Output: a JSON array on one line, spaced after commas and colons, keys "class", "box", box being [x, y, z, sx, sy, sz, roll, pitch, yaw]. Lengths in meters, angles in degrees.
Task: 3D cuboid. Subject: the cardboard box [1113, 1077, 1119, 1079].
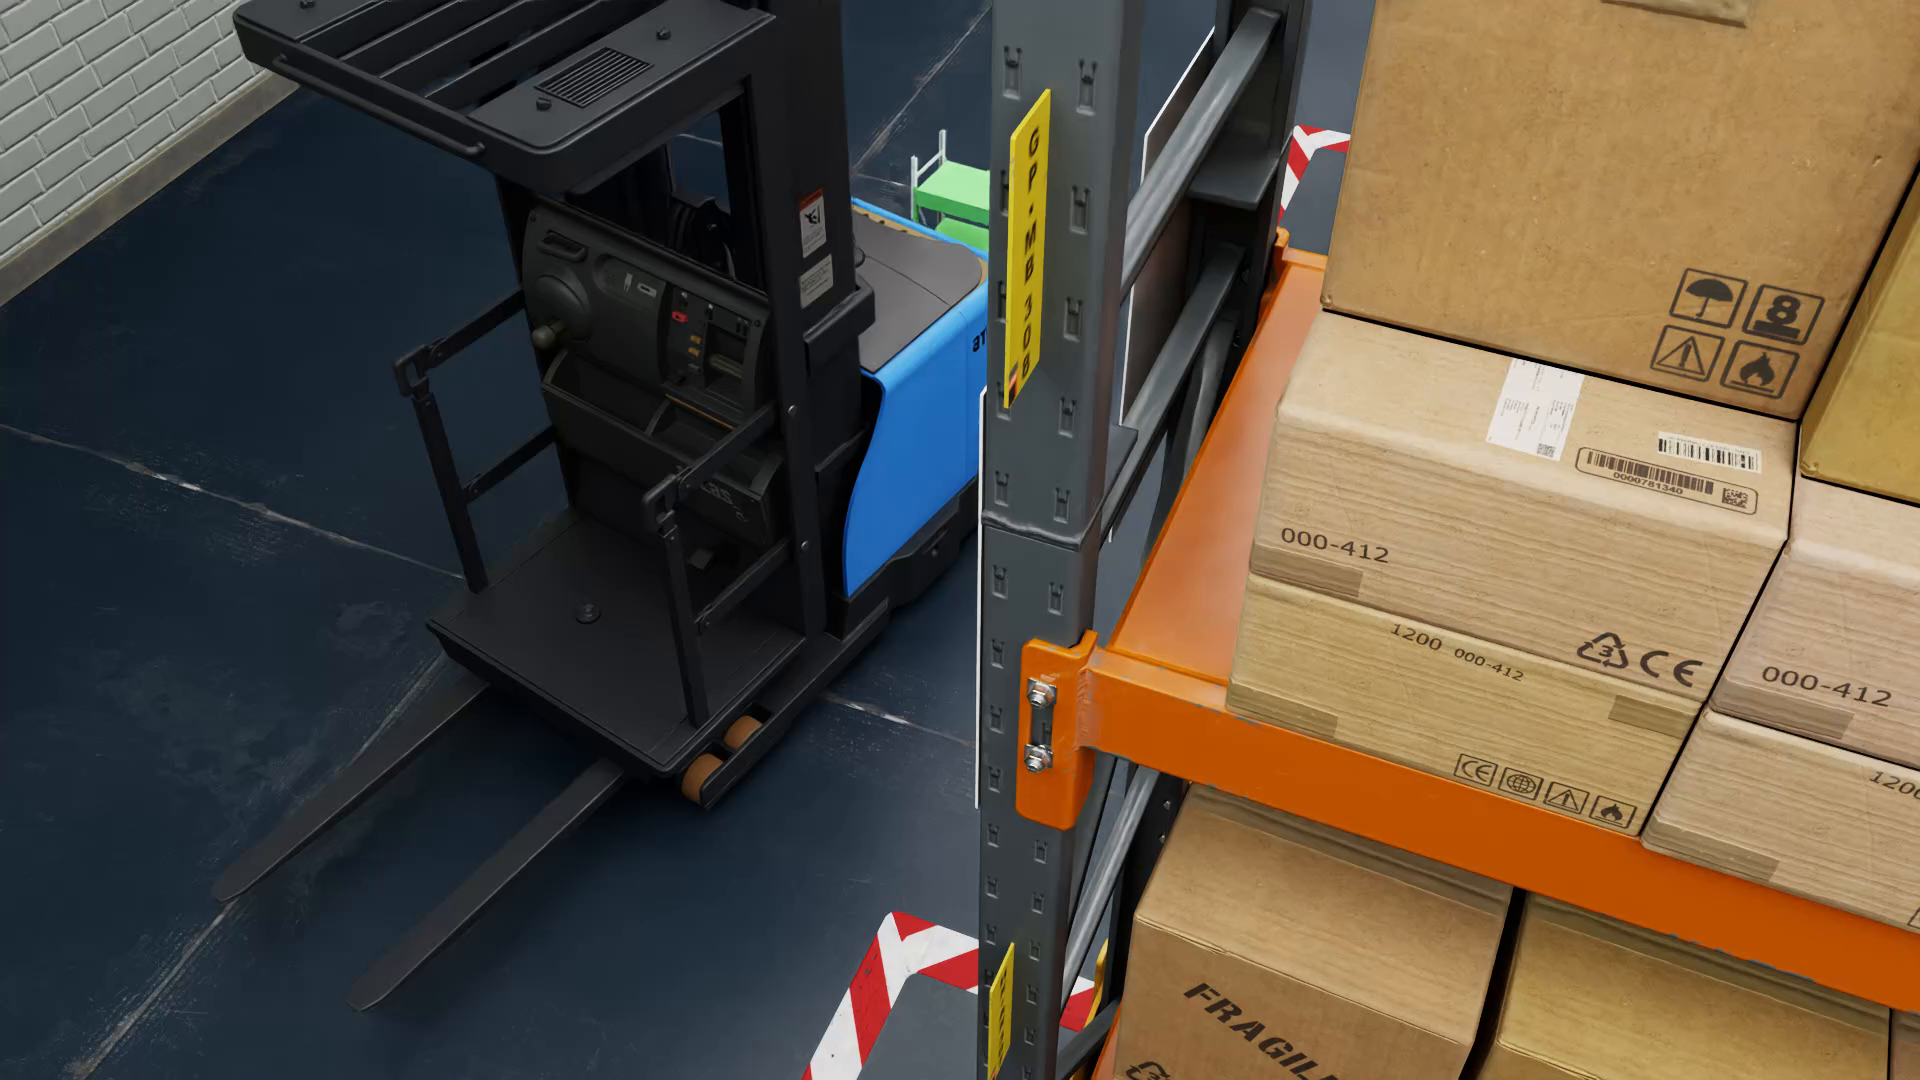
[{"class": "cardboard box", "box": [0.584, 0.993, 3.055, 0.500, 0.500, 0.500, 17, 47, 17]}]

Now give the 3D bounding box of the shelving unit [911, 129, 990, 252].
[{"class": "shelving unit", "box": [0.090, -0.898, 6.292, 0.503, 1.200, 0.258, 20, 45, 19]}]

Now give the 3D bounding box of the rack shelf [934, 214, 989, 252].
[{"class": "rack shelf", "box": [0.095, -1.029, 6.174, 0.480, 0.148, 0.258, 20, 45, 19]}]

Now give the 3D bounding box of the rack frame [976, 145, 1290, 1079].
[{"class": "rack frame", "box": [0.276, 0.736, 3.384, 0.127, 3.000, 1.000, 16, 47, 16]}]

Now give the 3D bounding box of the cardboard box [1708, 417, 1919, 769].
[{"class": "cardboard box", "box": [1.109, -0.002, 1.751, 0.500, 0.250, 0.500, 16, 47, 16]}]

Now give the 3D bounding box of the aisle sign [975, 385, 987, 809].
[{"class": "aisle sign", "box": [0.100, -0.013, 2.293, 0.004, 0.787, 0.394, 16, 47, 16]}]

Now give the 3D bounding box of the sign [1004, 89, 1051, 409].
[{"class": "sign", "box": [0.067, -0.284, 1.662, 0.005, 0.325, 0.100, 16, 47, 16]}]

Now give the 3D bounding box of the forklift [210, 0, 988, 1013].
[{"class": "forklift", "box": [-1.058, -0.574, 4.748, 1.130, 2.935, 3.031, 27, 51, 24]}]

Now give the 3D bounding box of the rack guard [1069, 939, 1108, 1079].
[{"class": "rack guard", "box": [0.346, 1.643, 4.245, 0.348, 0.500, 1.175, 16, 47, 16]}]

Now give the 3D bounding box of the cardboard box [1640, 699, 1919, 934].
[{"class": "cardboard box", "box": [1.109, 0.175, 1.927, 0.500, 0.250, 0.500, 16, 47, 16]}]

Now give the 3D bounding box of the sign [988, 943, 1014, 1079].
[{"class": "sign", "box": [0.067, 0.782, 2.723, 0.005, 0.325, 0.100, 16, 47, 16]}]

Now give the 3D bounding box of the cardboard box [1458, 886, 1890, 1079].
[{"class": "cardboard box", "box": [1.070, 0.775, 2.564, 0.500, 0.500, 0.500, 17, 47, 16]}]

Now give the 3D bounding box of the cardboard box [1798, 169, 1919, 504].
[{"class": "cardboard box", "box": [1.185, -0.398, 1.616, 0.500, 0.500, 0.700, 16, 47, 16]}]

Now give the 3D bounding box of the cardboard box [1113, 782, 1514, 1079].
[{"class": "cardboard box", "box": [0.584, 0.638, 2.702, 0.500, 0.500, 0.500, 18, 48, 17]}]

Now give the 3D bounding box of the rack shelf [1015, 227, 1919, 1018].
[{"class": "rack shelf", "box": [2.122, 0.471, 2.034, 4.000, 0.370, 1.077, 16, 47, 16]}]

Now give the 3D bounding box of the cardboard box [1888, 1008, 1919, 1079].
[{"class": "cardboard box", "box": [1.529, 0.914, 2.425, 0.500, 0.500, 0.500, 17, 47, 16]}]

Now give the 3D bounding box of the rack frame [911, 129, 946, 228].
[{"class": "rack frame", "box": [-0.128, -0.975, 6.369, 0.015, 1.200, 0.240, 20, 45, 19]}]

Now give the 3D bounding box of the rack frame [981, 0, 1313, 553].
[{"class": "rack frame", "box": [0.276, -1.391, 1.268, 0.127, 3.000, 1.000, 16, 47, 16]}]

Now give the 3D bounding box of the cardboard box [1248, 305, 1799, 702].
[{"class": "cardboard box", "box": [0.650, -0.143, 1.892, 0.500, 0.250, 0.500, 16, 47, 16]}]

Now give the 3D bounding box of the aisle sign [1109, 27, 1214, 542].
[{"class": "aisle sign", "box": [0.331, -0.404, 2.686, 0.004, 0.787, 0.394, 16, 47, 16]}]

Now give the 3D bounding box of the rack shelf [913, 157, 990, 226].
[{"class": "rack shelf", "box": [0.101, -1.207, 6.014, 0.480, 0.148, 0.258, 20, 45, 19]}]

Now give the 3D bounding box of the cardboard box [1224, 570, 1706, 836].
[{"class": "cardboard box", "box": [0.652, 0.031, 2.072, 0.500, 0.250, 0.500, 16, 47, 16]}]

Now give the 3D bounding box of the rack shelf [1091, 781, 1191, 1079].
[{"class": "rack shelf", "box": [2.122, 1.534, 3.092, 4.000, 0.370, 1.077, 16, 47, 16]}]

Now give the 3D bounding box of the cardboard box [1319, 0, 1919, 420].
[{"class": "cardboard box", "box": [0.757, -0.588, 1.808, 0.500, 0.500, 0.700, 16, 47, 16]}]
